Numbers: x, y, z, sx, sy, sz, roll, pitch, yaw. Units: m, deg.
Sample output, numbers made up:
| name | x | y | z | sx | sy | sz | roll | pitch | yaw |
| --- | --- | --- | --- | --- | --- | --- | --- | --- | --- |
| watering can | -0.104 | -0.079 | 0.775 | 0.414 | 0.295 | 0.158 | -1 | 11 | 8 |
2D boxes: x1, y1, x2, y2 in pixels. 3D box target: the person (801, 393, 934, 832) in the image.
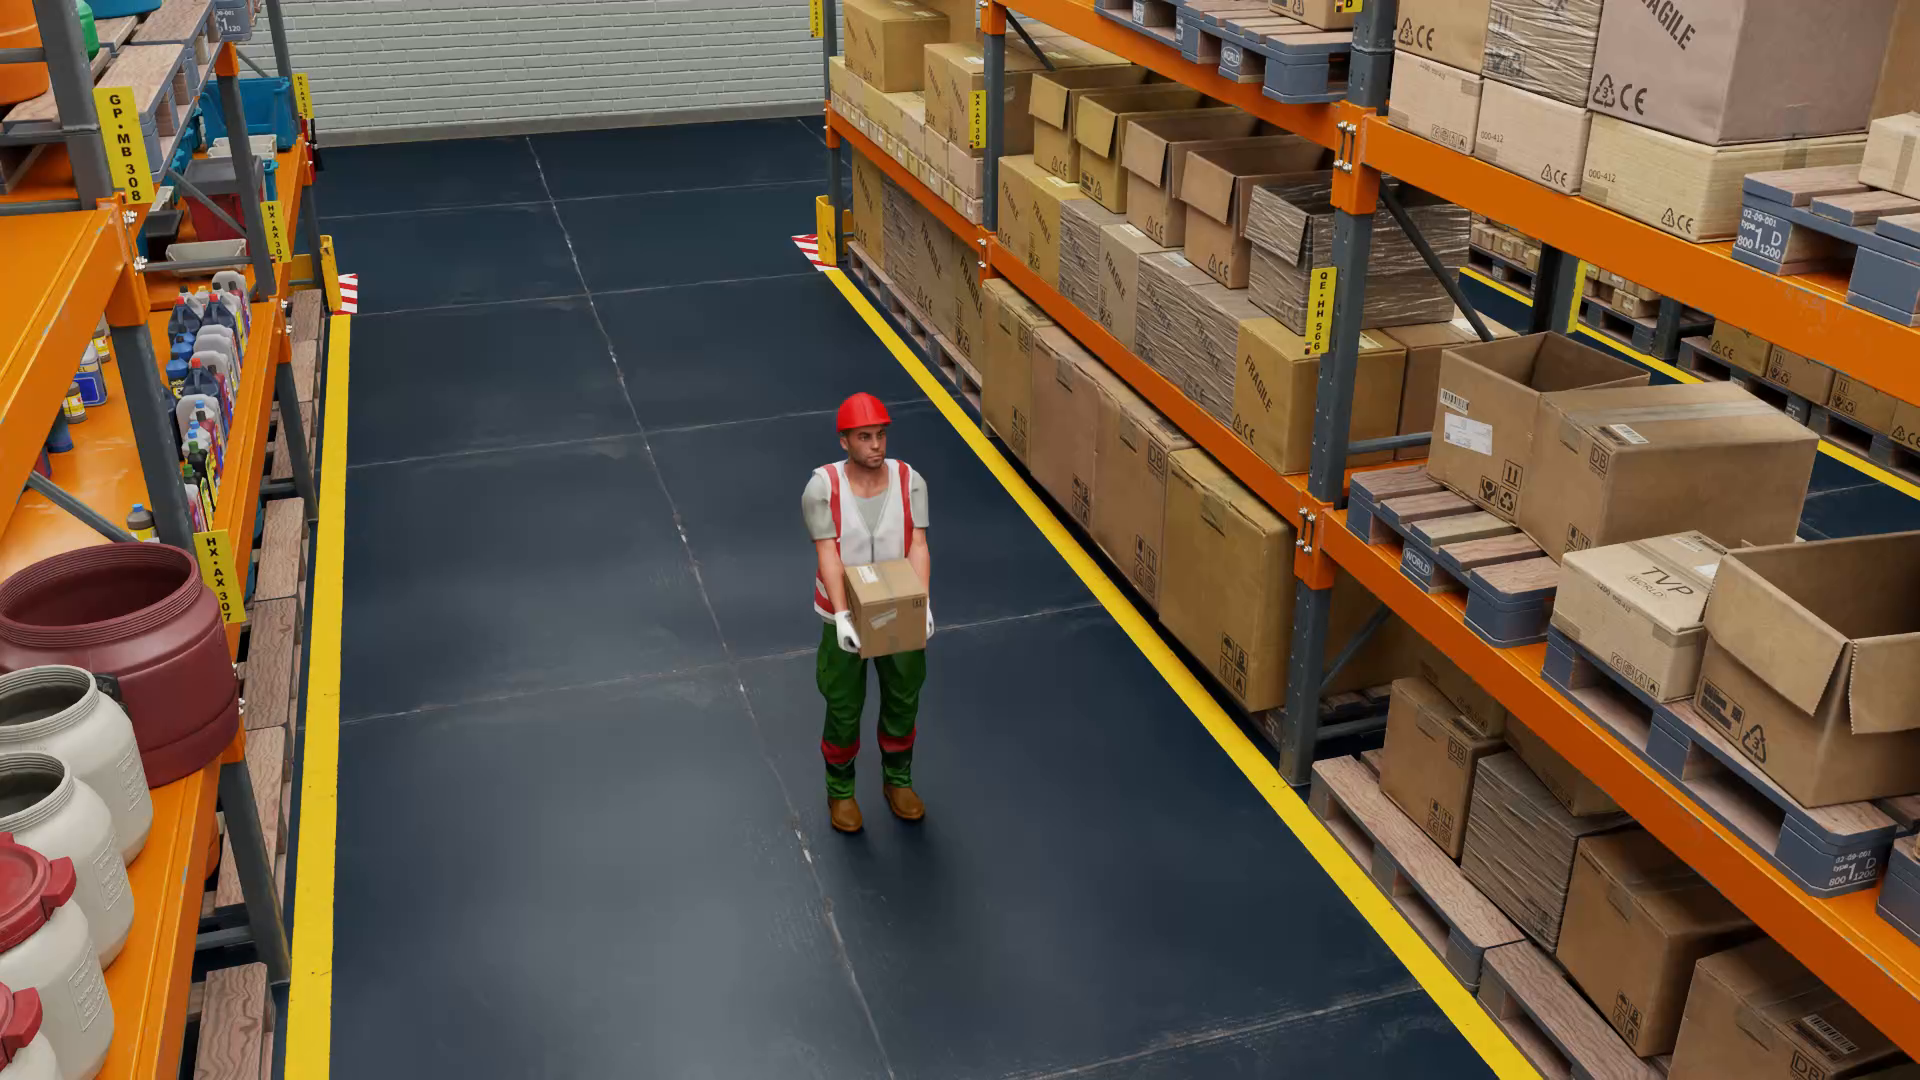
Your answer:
| name | x | y | z | sx | sy | sz | roll | pitch | yaw |
| --- | --- | --- | --- | --- | --- | --- | --- | --- | --- |
| person | -0.319 | 0.331 | 6.418 | 0.494 | 1.783 | 0.572 | -8 | 27 | -16 |
